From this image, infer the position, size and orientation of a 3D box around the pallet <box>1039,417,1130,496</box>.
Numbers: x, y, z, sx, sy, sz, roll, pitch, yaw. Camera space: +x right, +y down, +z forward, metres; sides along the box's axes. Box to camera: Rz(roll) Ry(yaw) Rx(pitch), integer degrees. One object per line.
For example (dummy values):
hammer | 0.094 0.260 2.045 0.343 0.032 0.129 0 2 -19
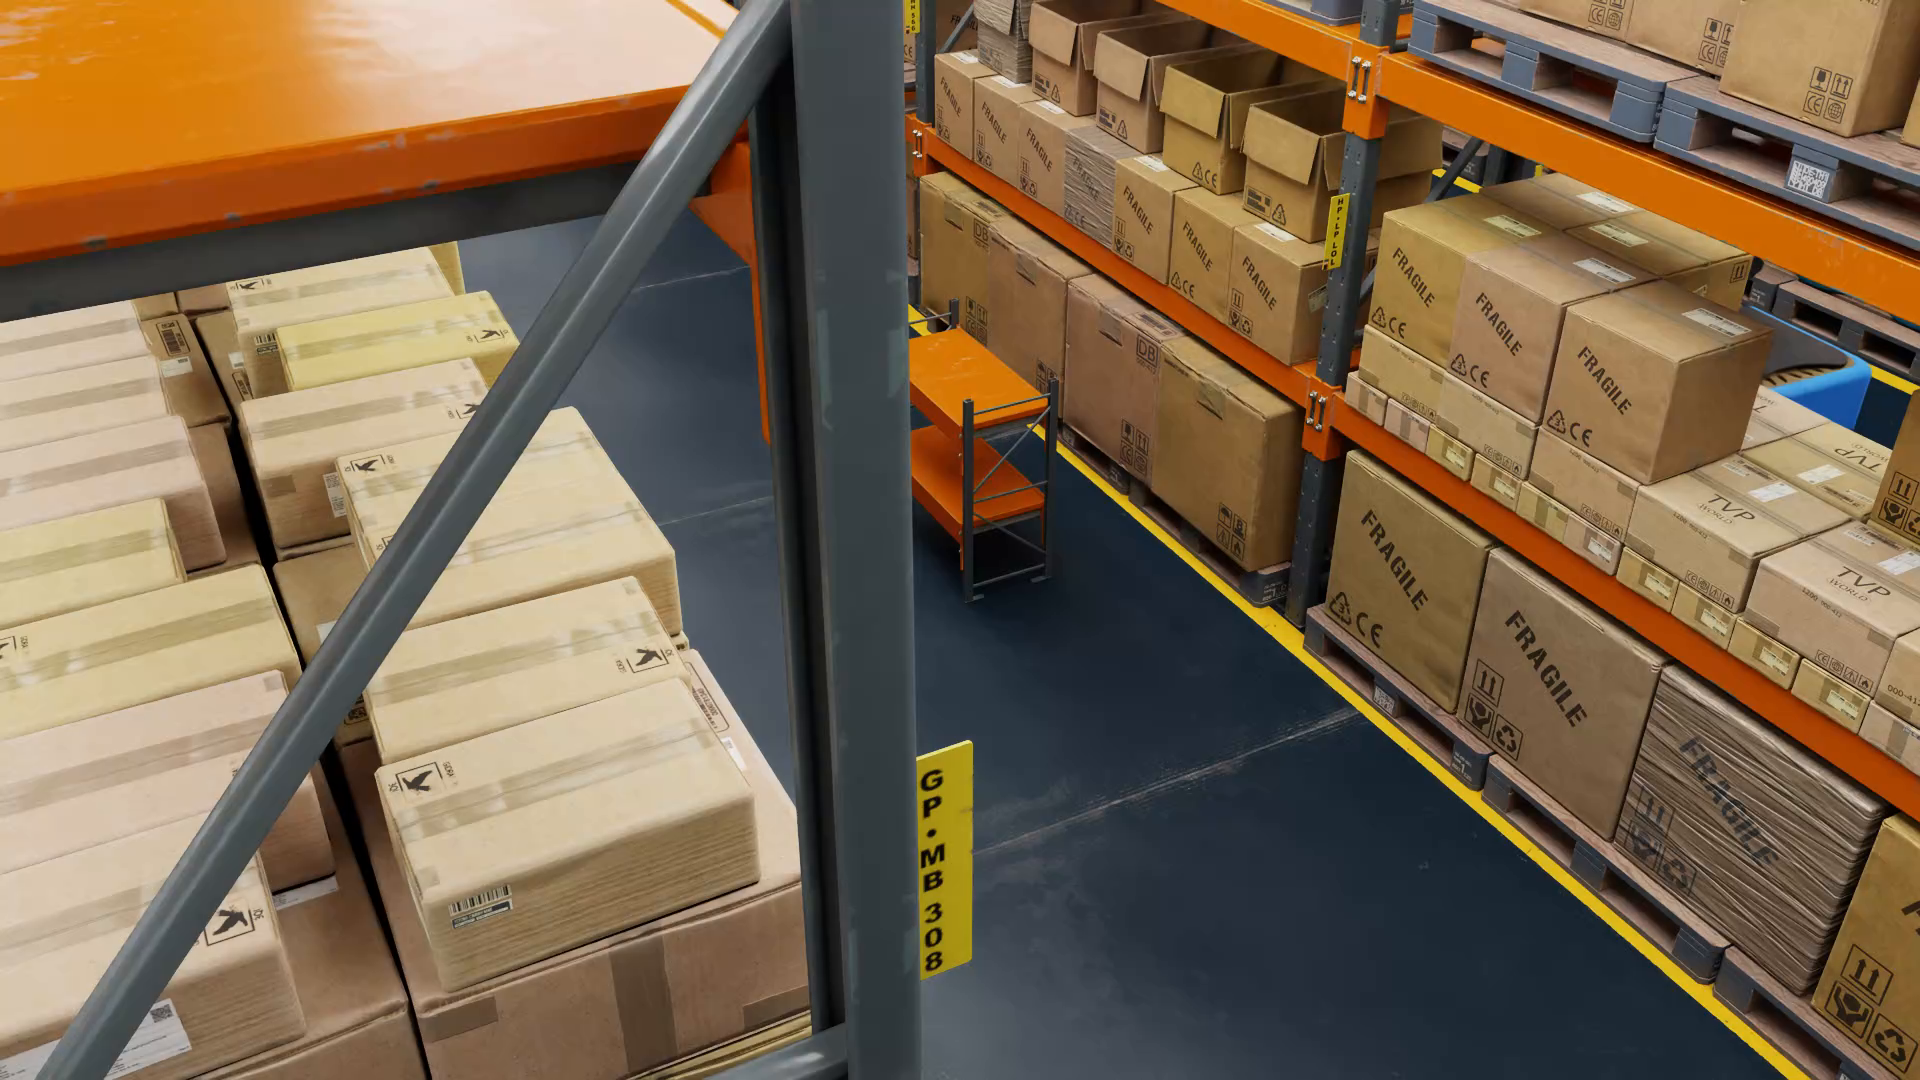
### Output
pallet | 1.059 -0.739 9.707 1.003 0.211 1.213 -16 36 -23

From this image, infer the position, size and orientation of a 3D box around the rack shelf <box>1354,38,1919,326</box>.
rack shelf | 2.991 -0.986 5.395 1.077 0.370 4.000 -16 36 -23

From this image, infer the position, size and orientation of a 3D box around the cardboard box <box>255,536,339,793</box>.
cardboard box | -0.988 0.154 3.087 0.500 0.250 0.500 -17 36 -25

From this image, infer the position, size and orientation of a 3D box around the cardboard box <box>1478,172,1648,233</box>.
cardboard box | 2.509 -1.206 7.020 0.500 0.500 0.500 -15 36 -22

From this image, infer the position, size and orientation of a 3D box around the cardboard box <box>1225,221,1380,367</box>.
cardboard box | 1.599 -1.177 7.714 0.500 0.500 0.500 -16 36 -23

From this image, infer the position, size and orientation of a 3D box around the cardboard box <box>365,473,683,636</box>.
cardboard box | -0.626 0.064 2.395 0.380 0.149 0.250 -16 36 -23

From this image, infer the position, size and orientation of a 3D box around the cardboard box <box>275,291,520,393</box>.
cardboard box | -0.991 -0.299 2.961 0.380 0.149 0.250 -15 35 -22

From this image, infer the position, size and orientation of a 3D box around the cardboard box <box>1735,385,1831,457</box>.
cardboard box | 2.978 -0.408 6.469 0.500 0.250 0.500 -15 36 -22

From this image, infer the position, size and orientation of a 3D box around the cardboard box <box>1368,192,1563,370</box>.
cardboard box | 2.056 -1.065 6.800 0.500 0.500 0.500 -16 36 -23

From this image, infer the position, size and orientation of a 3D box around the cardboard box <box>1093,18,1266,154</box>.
cardboard box | 1.140 -2.371 8.647 0.797 0.503 0.637 -15 35 -22

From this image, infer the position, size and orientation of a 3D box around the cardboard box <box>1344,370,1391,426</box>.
cardboard box | 1.902 -0.650 7.217 0.380 0.149 0.250 -16 36 -23

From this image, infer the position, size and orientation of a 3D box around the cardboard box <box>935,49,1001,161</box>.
cardboard box | 0.179 -2.631 9.983 0.500 0.500 0.500 -15 35 -22

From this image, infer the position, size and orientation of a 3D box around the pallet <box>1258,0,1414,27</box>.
pallet | 1.587 -2.588 7.406 0.805 0.209 1.217 -17 37 -25

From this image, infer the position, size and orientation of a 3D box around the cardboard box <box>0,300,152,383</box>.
cardboard box | -1.624 -0.275 2.924 0.380 0.149 0.250 -17 36 -24

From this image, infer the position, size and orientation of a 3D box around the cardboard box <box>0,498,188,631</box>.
cardboard box | -1.294 0.101 2.337 0.380 0.149 0.250 -15 36 -22

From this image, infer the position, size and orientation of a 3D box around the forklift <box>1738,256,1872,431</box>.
forklift | 3.394 -1.796 8.837 1.130 2.935 3.031 -14 35 -21

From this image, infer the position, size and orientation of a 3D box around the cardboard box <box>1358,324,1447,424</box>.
cardboard box | 2.046 -0.752 7.007 0.500 0.250 0.500 -17 36 -24

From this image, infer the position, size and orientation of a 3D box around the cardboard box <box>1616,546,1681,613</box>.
cardboard box | 2.630 0.094 6.056 0.380 0.149 0.250 -17 36 -24

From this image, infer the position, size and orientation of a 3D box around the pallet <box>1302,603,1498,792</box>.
pallet | 2.344 0.576 7.655 1.003 0.211 1.213 -16 36 -23

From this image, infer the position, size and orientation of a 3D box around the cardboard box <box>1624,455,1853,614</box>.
cardboard box | 2.743 -0.031 5.881 0.500 0.250 0.500 -16 36 -23

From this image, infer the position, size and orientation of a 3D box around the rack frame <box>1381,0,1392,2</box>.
rack frame | 2.058 -3.506 5.881 1.000 3.000 0.127 -16 36 -23

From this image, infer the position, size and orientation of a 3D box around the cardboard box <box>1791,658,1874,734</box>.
cardboard box | 2.989 0.460 5.484 0.380 0.149 0.250 -17 36 -24

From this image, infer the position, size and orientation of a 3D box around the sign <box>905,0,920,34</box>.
sign | -0.282 -3.203 9.968 0.100 0.325 0.005 -16 36 -23

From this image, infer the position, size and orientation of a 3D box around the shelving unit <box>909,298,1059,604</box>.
shelving unit | 0.003 -0.470 8.442 0.538 1.125 1.048 -16 36 -23

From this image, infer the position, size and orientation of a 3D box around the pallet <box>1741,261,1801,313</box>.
pallet | 5.544 -2.014 11.697 1.003 0.211 1.213 -16 36 -23

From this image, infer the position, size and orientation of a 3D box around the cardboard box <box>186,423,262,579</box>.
cardboard box | -1.427 0.073 2.751 0.500 0.250 0.500 -15 36 -22

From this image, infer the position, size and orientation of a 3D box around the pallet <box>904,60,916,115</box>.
pallet | -0.233 -3.122 11.020 1.213 0.211 1.003 -16 36 -23

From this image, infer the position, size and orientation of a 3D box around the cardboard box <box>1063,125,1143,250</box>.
cardboard box | 0.895 -1.903 8.847 0.500 0.500 0.500 -16 36 -23

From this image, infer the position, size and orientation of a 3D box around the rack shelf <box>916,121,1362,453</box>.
rack shelf | 1.126 -1.632 9.184 1.077 0.370 4.000 -16 36 -23

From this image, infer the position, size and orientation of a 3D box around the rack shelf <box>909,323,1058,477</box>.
rack shelf | 0.003 -0.717 8.284 0.538 0.278 1.000 -16 36 -23

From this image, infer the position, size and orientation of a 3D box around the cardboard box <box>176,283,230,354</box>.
cardboard box | -1.457 -0.536 3.702 0.500 0.250 0.500 -14 35 -21

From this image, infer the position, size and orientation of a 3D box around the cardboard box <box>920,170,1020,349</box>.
cardboard box | 0.497 -1.837 10.417 1.225 0.875 0.875 -18 37 -25

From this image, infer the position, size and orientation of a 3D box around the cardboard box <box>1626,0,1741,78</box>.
cardboard box | 2.723 -1.888 5.562 0.700 0.500 0.500 -14 35 -21

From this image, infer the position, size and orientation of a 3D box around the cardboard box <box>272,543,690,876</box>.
cardboard box | -0.731 0.194 2.562 0.500 0.250 0.500 -16 36 -24

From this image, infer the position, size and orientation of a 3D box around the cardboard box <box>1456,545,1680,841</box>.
cardboard box | 2.715 0.502 6.766 0.875 0.875 0.875 -16 36 -23

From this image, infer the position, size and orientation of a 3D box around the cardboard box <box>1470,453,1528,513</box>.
cardboard box | 2.272 -0.274 6.630 0.380 0.149 0.250 -17 36 -24

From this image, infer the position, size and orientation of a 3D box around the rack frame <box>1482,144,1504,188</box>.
rack frame | 4.575 -4.135 12.424 1.000 3.000 0.127 -16 36 -23

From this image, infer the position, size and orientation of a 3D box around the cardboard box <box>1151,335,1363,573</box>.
cardboard box | 1.742 -0.563 8.428 1.225 0.875 0.875 -16 36 -23

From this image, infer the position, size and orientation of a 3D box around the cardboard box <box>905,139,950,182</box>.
cardboard box | -0.146 -2.650 11.320 0.500 0.250 0.500 -14 35 -21

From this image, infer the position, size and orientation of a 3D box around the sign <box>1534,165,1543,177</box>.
sign | 2.549 -1.519 7.464 0.100 0.325 0.005 -16 36 -23

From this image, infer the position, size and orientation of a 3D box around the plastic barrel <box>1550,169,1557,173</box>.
plastic barrel | 4.818 -3.169 12.538 0.600 0.830 0.708 -16 36 -23

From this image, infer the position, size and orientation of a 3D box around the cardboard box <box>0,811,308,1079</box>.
cardboard box | -0.927 0.465 1.769 0.380 0.149 0.250 -16 36 -24
